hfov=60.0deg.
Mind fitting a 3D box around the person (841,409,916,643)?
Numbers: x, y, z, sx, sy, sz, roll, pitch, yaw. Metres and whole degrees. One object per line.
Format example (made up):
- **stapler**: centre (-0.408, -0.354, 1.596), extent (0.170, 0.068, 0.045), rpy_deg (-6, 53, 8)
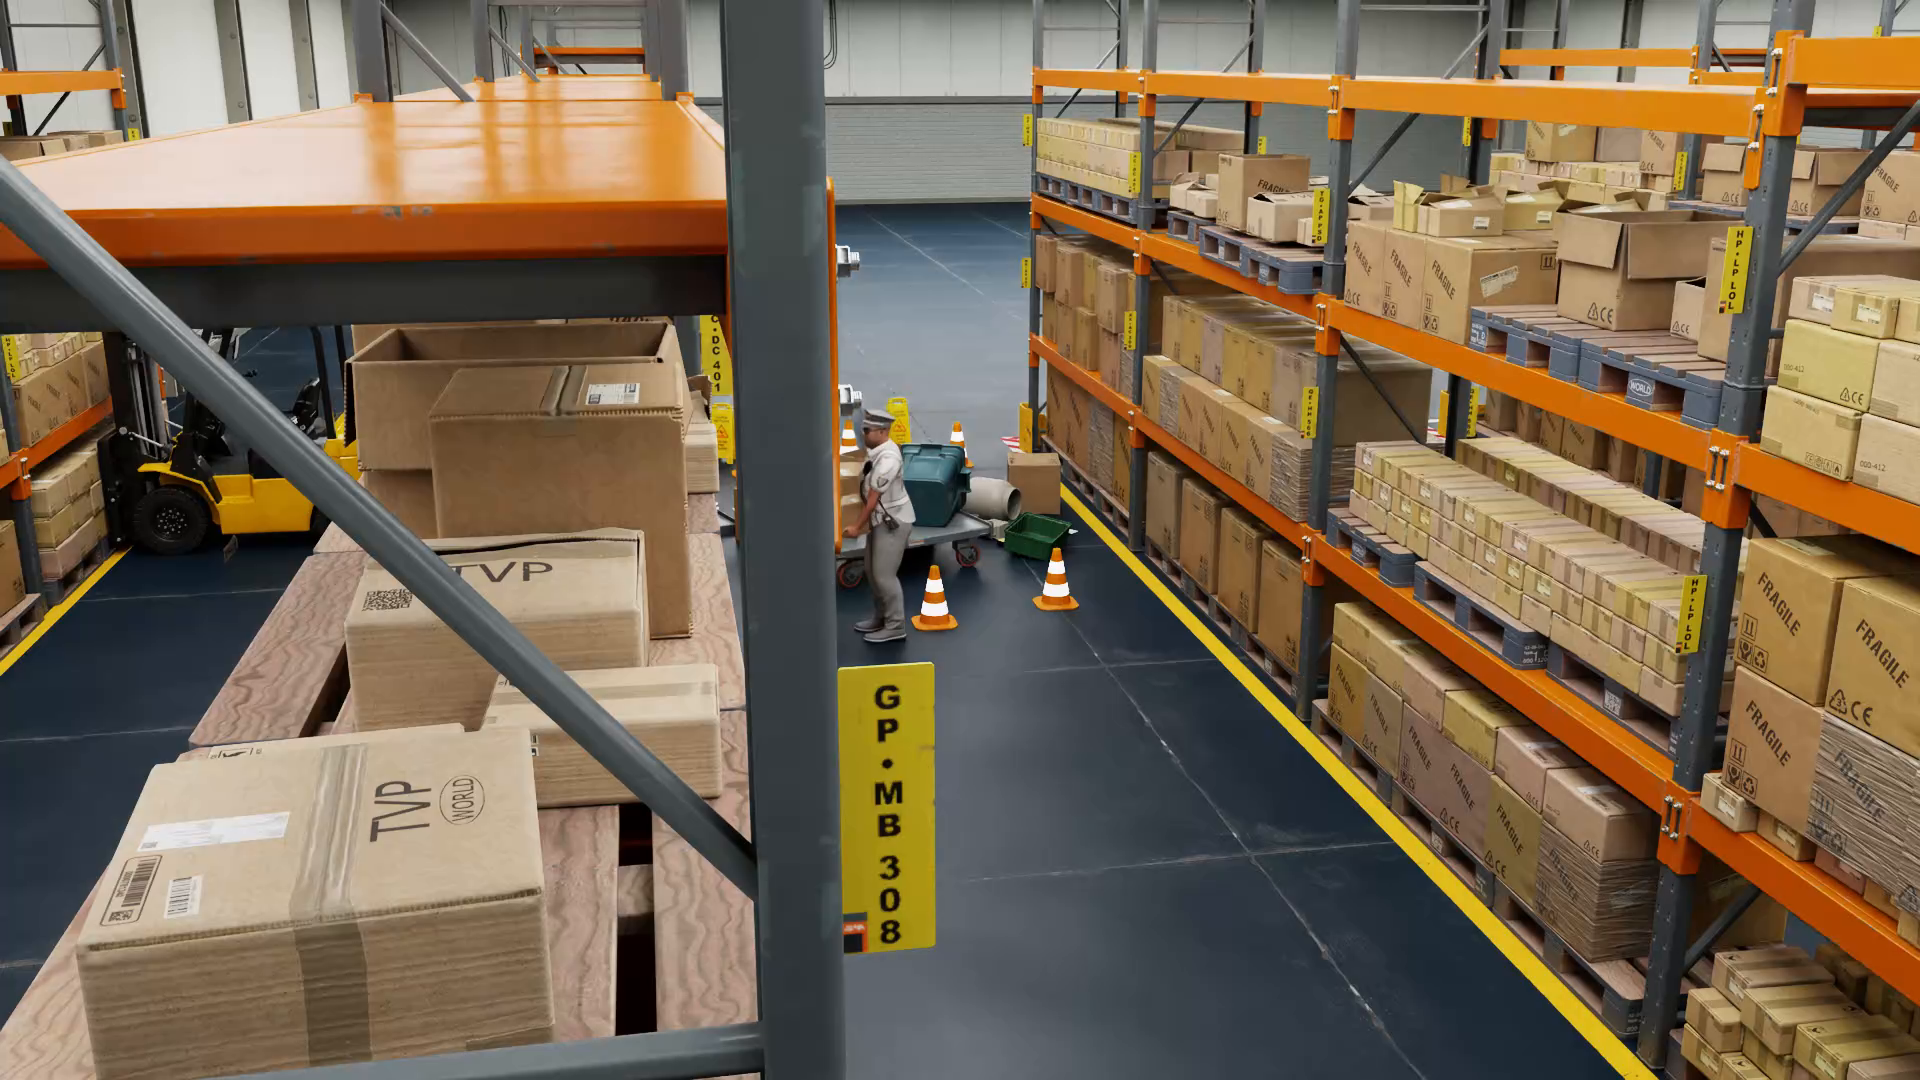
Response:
- **person**: centre (-0.628, -0.117, 12.422), extent (0.582, 1.761, 0.488), rpy_deg (-3, 17, -11)
